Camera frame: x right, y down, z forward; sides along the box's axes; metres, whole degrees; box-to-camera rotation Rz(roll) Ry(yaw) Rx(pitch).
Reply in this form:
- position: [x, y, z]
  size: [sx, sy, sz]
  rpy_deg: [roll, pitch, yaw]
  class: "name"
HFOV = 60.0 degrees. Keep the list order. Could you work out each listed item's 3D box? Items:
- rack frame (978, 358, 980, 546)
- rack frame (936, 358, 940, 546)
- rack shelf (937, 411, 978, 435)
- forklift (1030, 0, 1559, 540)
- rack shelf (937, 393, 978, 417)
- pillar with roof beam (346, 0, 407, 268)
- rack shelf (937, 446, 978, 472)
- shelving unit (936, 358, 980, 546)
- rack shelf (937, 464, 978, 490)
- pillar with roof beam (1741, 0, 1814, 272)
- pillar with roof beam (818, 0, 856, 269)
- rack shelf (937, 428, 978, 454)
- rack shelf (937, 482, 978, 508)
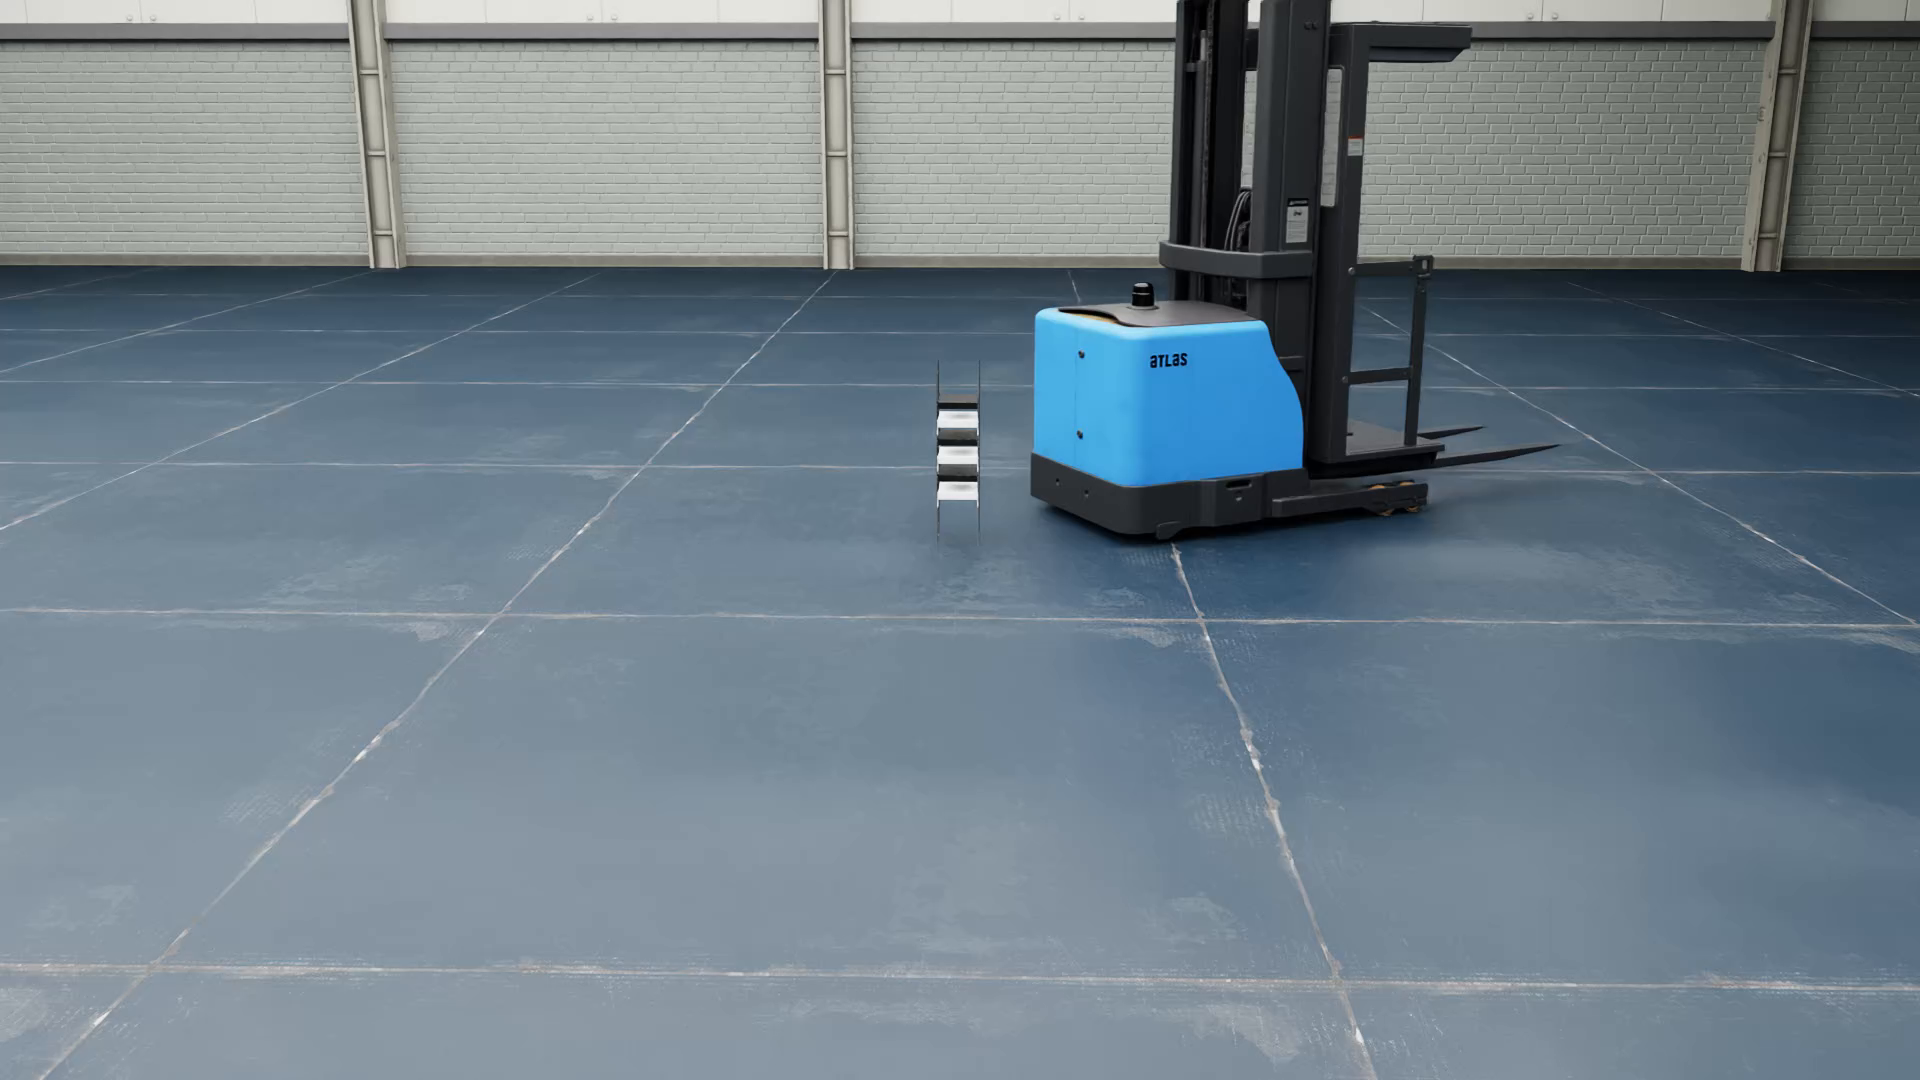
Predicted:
- position: [0.094, -0.435, 8.223]
  size: [0.006, 0.900, 0.240]
  rpy_deg: [0, 15, 1]
  class: "rack frame"
- position: [-0.110, -0.436, 8.228]
  size: [0.006, 0.900, 0.240]
  rpy_deg: [0, 15, 1]
  class: "rack frame"
- position: [-0.008, -0.577, 8.188]
  size: [0.200, 0.077, 0.258]
  rpy_deg: [0, 15, 1]
  class: "rack shelf"
- position: [1.935, -1.655, 8.866]
  size: [3.031, 2.935, 1.130]
  rpy_deg: [-7, 16, -25]
  class: "forklift"
- position: [-0.008, -0.664, 8.165]
  size: [0.200, 0.077, 0.258]
  rpy_deg: [0, 15, 1]
  class: "rack shelf"
- position: [-7.695, -6.879, 16.772]
  size: [0.400, 9.000, 9.100]
  rpy_deg: [0, 15, 1]
  class: "pillar with roof beam"
- position: [-0.008, -0.403, 8.234]
  size: [0.200, 0.077, 0.258]
  rpy_deg: [0, 15, 1]
  class: "rack shelf"
- position: [-0.008, -0.435, 8.225]
  size: [0.210, 0.900, 0.258]
  rpy_deg: [0, 15, 1]
  class: "shelving unit"
- position: [-0.008, -0.316, 8.257]
  size: [0.200, 0.077, 0.258]
  rpy_deg: [0, 15, 1]
  class: "rack shelf"
- position: [10.300, -6.761, 16.327]
  size: [0.400, 9.000, 9.100]
  rpy_deg: [0, 15, 1]
  class: "pillar with roof beam"
- position: [-1.697, -6.839, 16.623]
  size: [0.400, 9.000, 9.100]
  rpy_deg: [0, 15, 1]
  class: "pillar with roof beam"
- position: [-0.008, -0.490, 8.211]
  size: [0.200, 0.077, 0.258]
  rpy_deg: [0, 15, 1]
  class: "rack shelf"
- position: [-0.008, -0.229, 8.280]
  size: [0.200, 0.077, 0.258]
  rpy_deg: [0, 15, 1]
  class: "rack shelf"
